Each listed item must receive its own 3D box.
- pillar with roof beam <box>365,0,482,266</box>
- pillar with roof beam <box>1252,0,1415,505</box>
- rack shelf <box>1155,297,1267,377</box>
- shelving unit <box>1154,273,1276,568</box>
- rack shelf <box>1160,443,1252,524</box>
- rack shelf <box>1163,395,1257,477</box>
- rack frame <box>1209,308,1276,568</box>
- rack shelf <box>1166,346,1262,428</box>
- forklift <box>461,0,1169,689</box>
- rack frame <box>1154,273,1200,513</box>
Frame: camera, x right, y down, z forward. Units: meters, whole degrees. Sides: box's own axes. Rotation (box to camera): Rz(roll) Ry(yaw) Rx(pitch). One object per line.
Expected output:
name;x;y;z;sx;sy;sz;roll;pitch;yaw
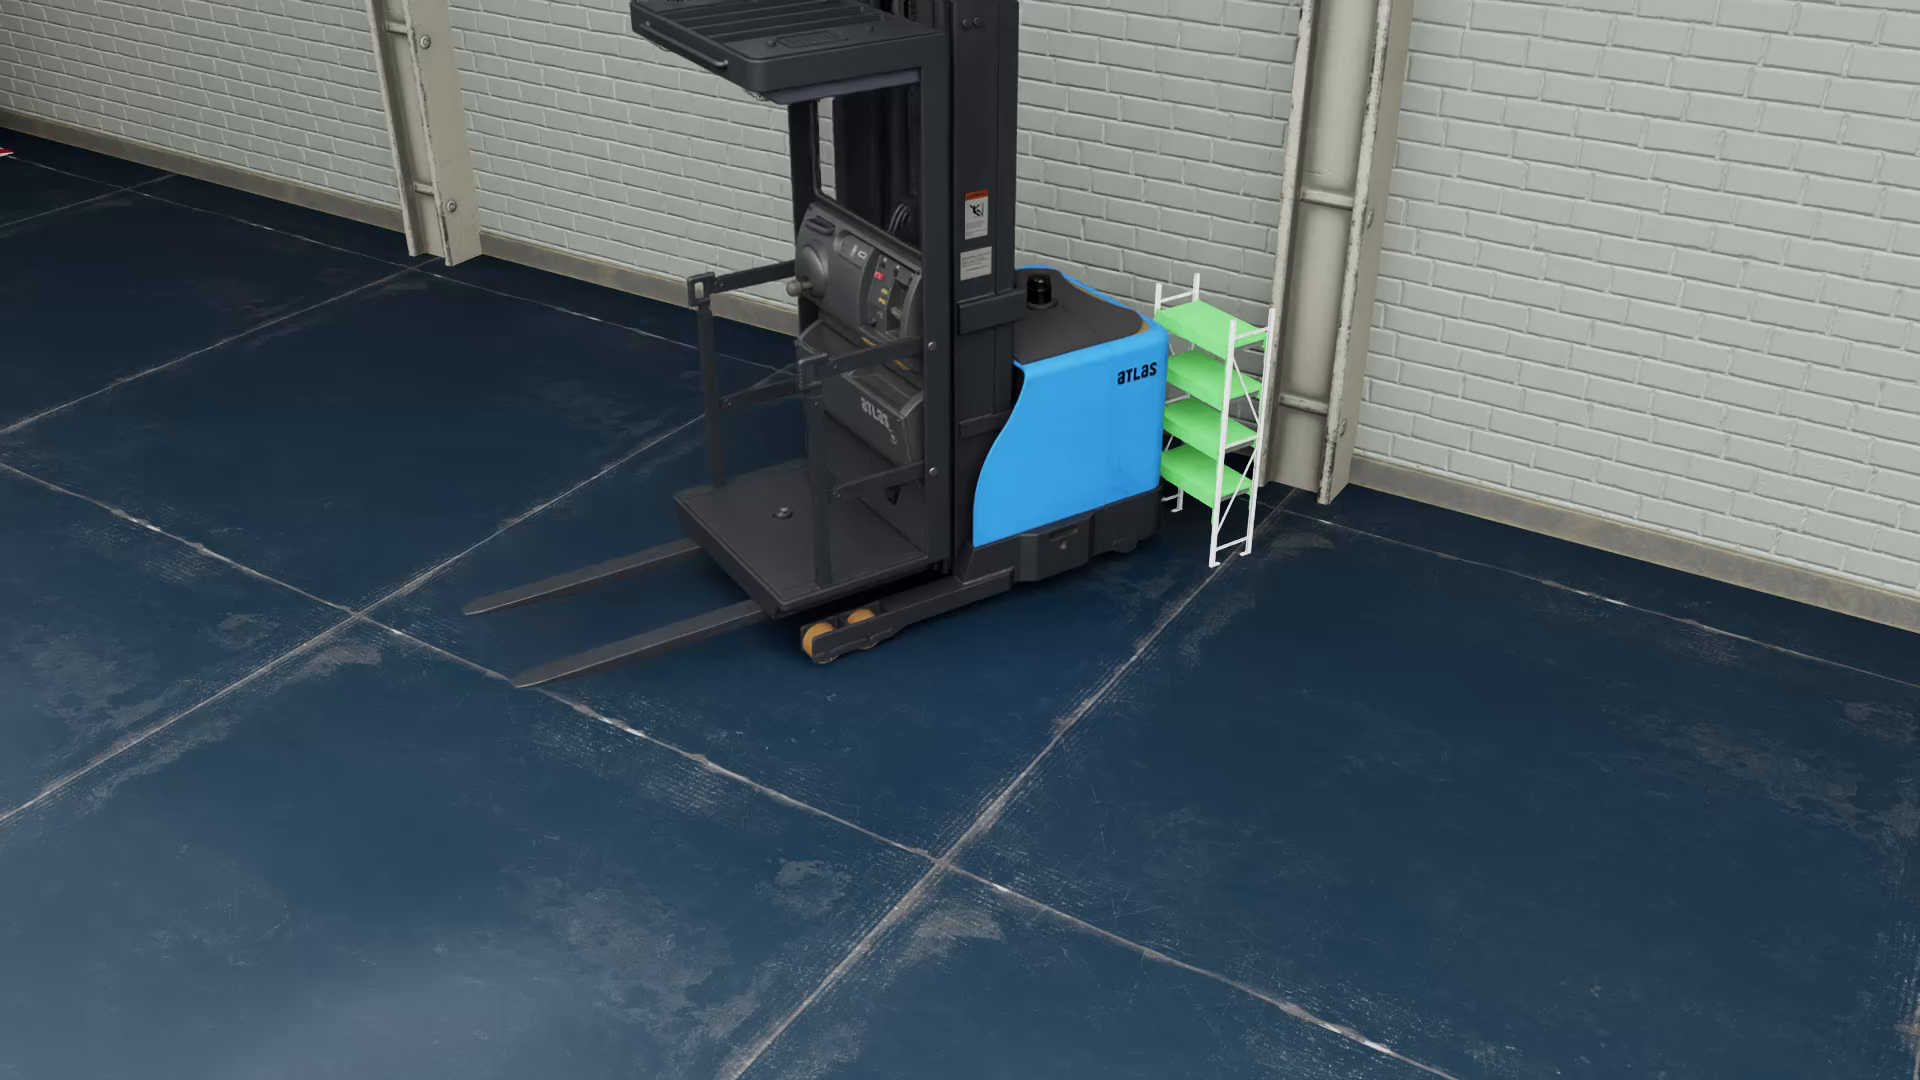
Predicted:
pillar with roof beam;-5.679;-3.944;5.581;0.400;9.000;9.100;18;35;27
pillar with roof beam;-0.598;-2.337;2.826;0.400;9.000;9.100;18;35;27
rack shelf;1.099;-0.891;7.261;0.258;0.148;0.480;-18;35;-28
shelving unit;1.099;-0.532;7.471;0.258;1.200;0.503;-18;35;-28
rack shelf;1.099;-0.269;7.624;0.258;0.148;0.480;-18;35;-28
rack shelf;1.099;-0.477;7.503;0.258;0.148;0.480;-18;35;-28
rack frame;1.234;-0.429;7.295;0.240;1.200;0.015;-18;35;-28
rack shelf;1.099;-0.684;7.382;0.258;0.148;0.480;-18;35;-28
forklift;-0.594;-1.060;6.658;3.031;2.935;1.130;-18;35;-28
rack frame;0.964;-0.634;7.647;0.240;1.200;0.015;-18;35;-28
